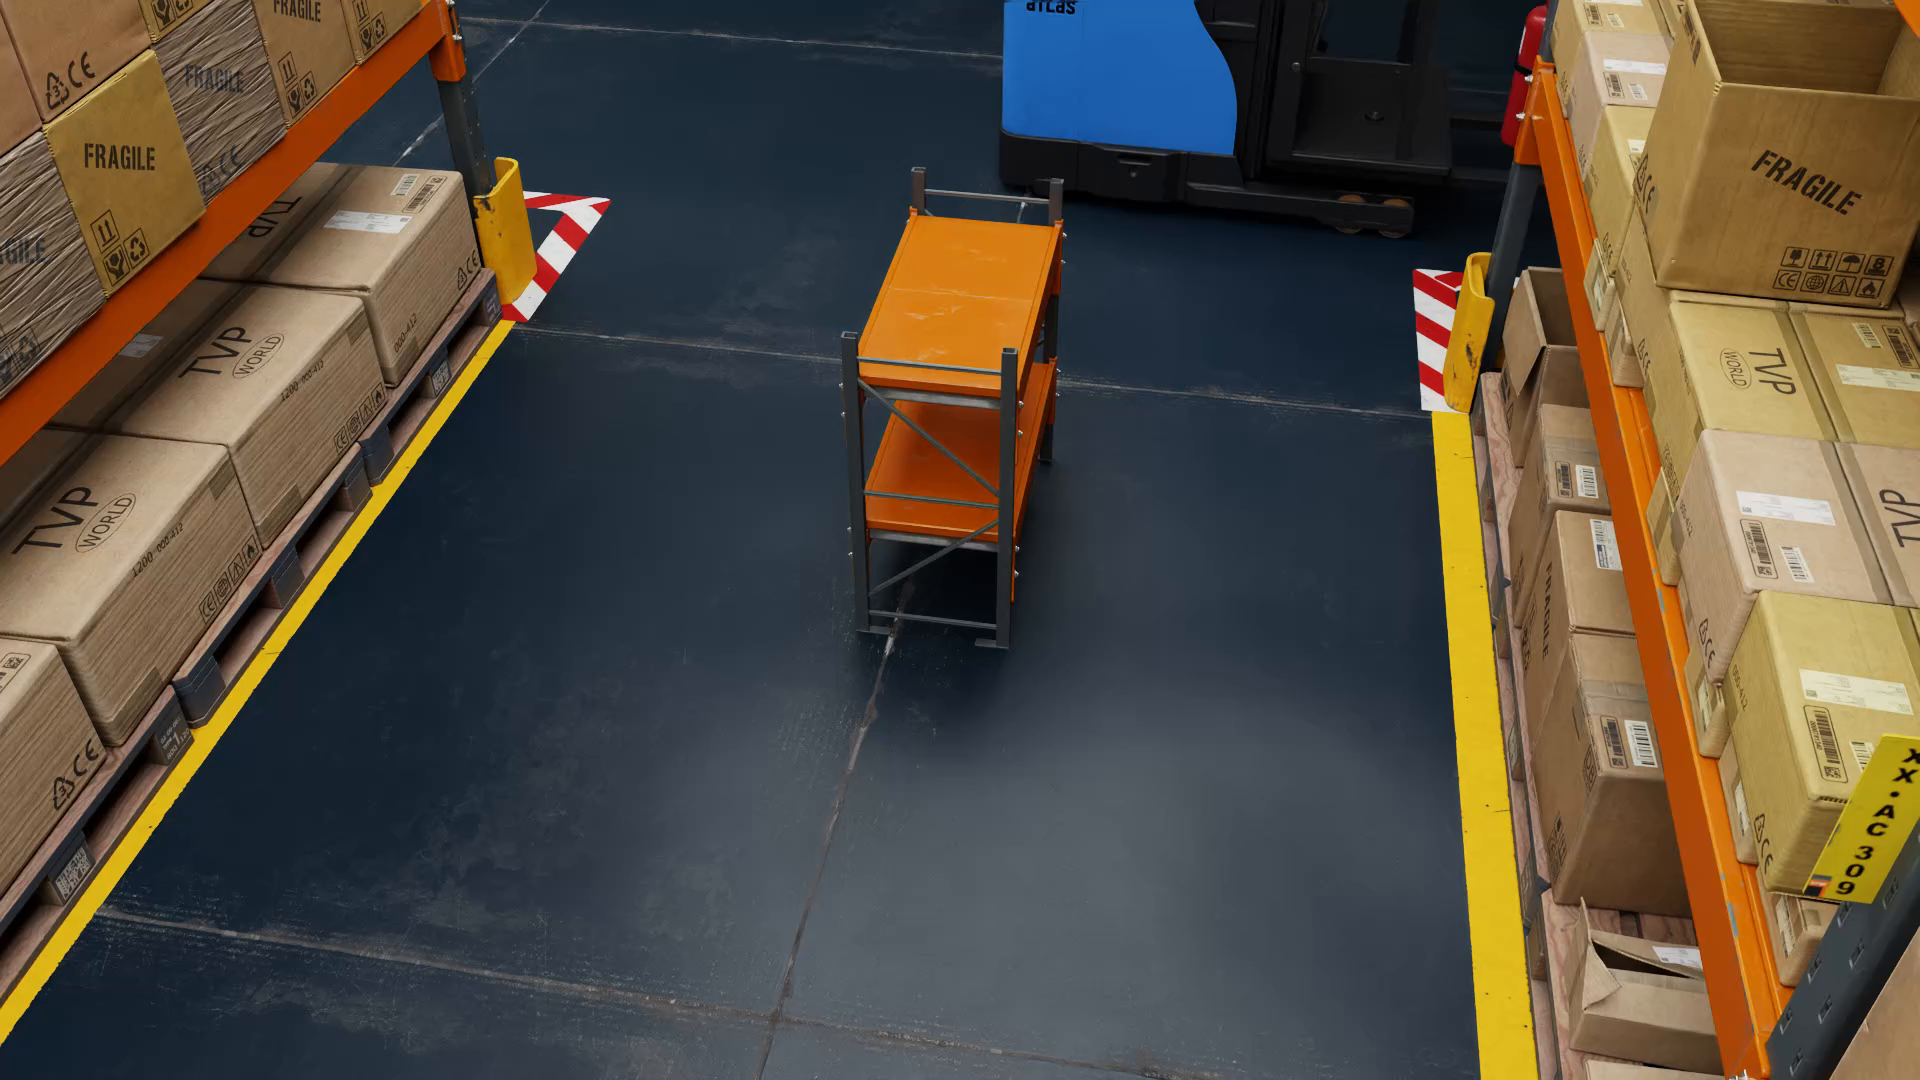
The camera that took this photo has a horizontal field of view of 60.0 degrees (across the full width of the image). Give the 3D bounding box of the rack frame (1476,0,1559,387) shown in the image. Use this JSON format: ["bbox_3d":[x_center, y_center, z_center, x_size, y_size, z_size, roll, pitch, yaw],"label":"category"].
[{"bbox_3d":[2.474,-1.739,5.499,1.000,3.000,0.127,6,40,8],"label":"rack frame"}]

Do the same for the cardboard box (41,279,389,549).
[{"bbox_3d":[-2.581,-0.458,5.631,0.875,0.438,0.875,7,40,9],"label":"cardboard box"}]

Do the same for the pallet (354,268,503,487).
[{"bbox_3d":[-2.476,-0.699,6.430,1.003,0.211,1.213,6,40,8],"label":"pallet"}]

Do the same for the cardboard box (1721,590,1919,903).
[{"bbox_3d":[1.630,0.368,2.835,0.500,0.250,0.500,7,40,9],"label":"cardboard box"}]

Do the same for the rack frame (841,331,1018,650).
[{"bbox_3d":[-0.087,-0.119,5.011,0.500,1.125,0.032,6,40,8],"label":"rack frame"}]

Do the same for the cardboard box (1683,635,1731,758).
[{"bbox_3d":[1.633,0.309,3.220,0.380,0.149,0.250,7,40,9],"label":"cardboard box"}]

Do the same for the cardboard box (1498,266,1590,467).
[{"bbox_3d":[2.275,-0.565,5.709,0.797,0.503,0.637,5,40,6],"label":"cardboard box"}]

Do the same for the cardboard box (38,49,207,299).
[{"bbox_3d":[-2.496,-1.028,4.561,0.500,0.500,0.500,8,40,9],"label":"cardboard box"}]

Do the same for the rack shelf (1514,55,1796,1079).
[{"bbox_3d":[2.128,-0.207,4.210,1.077,0.370,4.000,6,40,8],"label":"rack shelf"}]

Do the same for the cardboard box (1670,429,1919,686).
[{"bbox_3d":[1.702,0.052,3.217,0.500,0.250,0.500,7,40,8],"label":"cardboard box"}]

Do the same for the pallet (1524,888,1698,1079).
[{"bbox_3d":[1.902,1.415,3.873,1.003,0.211,1.213,6,40,8],"label":"pallet"}]

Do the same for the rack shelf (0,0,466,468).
[{"bbox_3d":[-2.761,-0.752,4.869,1.077,0.370,4.000,6,40,8],"label":"rack shelf"}]

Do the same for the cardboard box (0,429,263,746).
[{"bbox_3d":[-2.739,0.108,4.947,0.875,0.438,0.875,5,40,6],"label":"cardboard box"}]

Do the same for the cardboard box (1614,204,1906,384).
[{"bbox_3d":[1.891,-0.583,3.985,0.500,0.250,0.500,5,40,7],"label":"cardboard box"}]

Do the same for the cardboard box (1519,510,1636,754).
[{"bbox_3d":[1.899,0.289,4.679,0.500,0.500,0.500,7,40,8],"label":"cardboard box"}]

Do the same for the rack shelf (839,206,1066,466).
[{"bbox_3d":[0.001,-0.663,5.210,0.538,0.278,1.000,6,40,8],"label":"rack shelf"}]

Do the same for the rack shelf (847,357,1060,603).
[{"bbox_3d":[0.001,-0.249,5.553,0.538,0.278,1.000,6,40,8],"label":"rack shelf"}]

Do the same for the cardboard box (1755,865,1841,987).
[{"bbox_3d":[1.588,0.640,2.819,0.380,0.149,0.250,7,40,8],"label":"cardboard box"}]

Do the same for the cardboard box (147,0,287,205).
[{"bbox_3d":[-2.419,-1.353,4.954,0.500,0.500,0.500,7,40,9],"label":"cardboard box"}]

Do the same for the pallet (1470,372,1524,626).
[{"bbox_3d":[2.324,-0.116,5.725,1.003,0.211,1.213,6,40,8],"label":"pallet"}]

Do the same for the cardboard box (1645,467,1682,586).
[{"bbox_3d":[1.722,-0.016,3.613,0.380,0.149,0.250,6,40,7],"label":"cardboard box"}]

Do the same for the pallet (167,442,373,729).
[{"bbox_3d":[-2.690,0.065,5.506,1.003,0.211,1.213,6,40,8],"label":"pallet"}]

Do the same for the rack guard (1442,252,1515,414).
[{"bbox_3d":[2.461,-0.728,6.238,1.175,0.500,0.348,6,40,8],"label":"rack guard"}]

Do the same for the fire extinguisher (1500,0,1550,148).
[{"bbox_3d":[2.044,-1.709,5.816,0.296,0.674,0.183,6,40,8],"label":"fire extinguisher"}]

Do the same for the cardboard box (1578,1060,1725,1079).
[{"bbox_3d":[1.589,1.326,3.700,0.380,0.149,0.250,5,40,6],"label":"cardboard box"}]

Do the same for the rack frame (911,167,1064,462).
[{"bbox_3d":[0.089,-0.757,5.783,0.500,1.125,0.032,6,40,8],"label":"rack frame"}]

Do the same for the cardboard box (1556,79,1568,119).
[{"bbox_3d":[2.147,-1.466,5.366,0.380,0.149,0.250,6,40,7],"label":"cardboard box"}]

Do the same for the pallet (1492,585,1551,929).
[{"bbox_3d":[2.111,0.647,4.802,1.003,0.211,1.213,6,40,8],"label":"pallet"}]

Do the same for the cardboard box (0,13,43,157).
[{"bbox_3d":[-2.593,-1.106,3.871,0.500,0.500,0.500,7,40,9],"label":"cardboard box"}]

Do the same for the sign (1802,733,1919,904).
[{"bbox_3d":[1.246,0.383,2.254,0.100,0.325,0.005,6,40,8],"label":"sign"}]

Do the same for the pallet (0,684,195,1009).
[{"bbox_3d":[-2.899,0.832,4.577,1.003,0.211,1.213,6,40,8],"label":"pallet"}]

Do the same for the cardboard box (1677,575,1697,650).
[{"bbox_3d":[1.705,0.147,3.415,0.380,0.149,0.250,7,40,9],"label":"cardboard box"}]

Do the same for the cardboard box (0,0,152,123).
[{"bbox_3d":[-2.503,-1.422,4.253,0.500,0.500,0.500,6,40,7],"label":"cardboard box"}]

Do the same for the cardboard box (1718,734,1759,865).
[{"bbox_3d":[1.612,0.474,3.019,0.380,0.149,0.250,7,40,9],"label":"cardboard box"}]

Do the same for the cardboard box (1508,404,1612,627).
[{"bbox_3d":[2.089,-0.032,5.067,0.700,0.500,0.500,8,40,9],"label":"cardboard box"}]

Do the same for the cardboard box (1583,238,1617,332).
[{"bbox_3d":[1.875,-0.663,4.395,0.380,0.149,0.250,5,40,6],"label":"cardboard box"}]

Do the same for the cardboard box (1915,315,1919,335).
[{"bbox_3d":[2.302,-0.480,3.272,0.500,0.500,0.500,5,40,6],"label":"cardboard box"}]

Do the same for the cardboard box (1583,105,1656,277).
[{"bbox_3d":[1.959,-0.906,4.376,0.500,0.250,0.500,6,40,7],"label":"cardboard box"}]

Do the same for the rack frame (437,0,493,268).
[{"bbox_3d":[-2.415,-2.284,6.158,1.000,3.000,0.127,6,40,8],"label":"rack frame"}]

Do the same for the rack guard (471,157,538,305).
[{"bbox_3d":[-2.411,-1.336,6.973,1.175,0.500,0.348,6,40,8],"label":"rack guard"}]

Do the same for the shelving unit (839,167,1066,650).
[{"bbox_3d":[0.001,-0.438,5.397,0.538,1.125,1.048,6,40,8],"label":"shelving unit"}]

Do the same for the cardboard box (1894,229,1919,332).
[{"bbox_3d":[2.385,-0.516,3.904,0.500,0.250,0.500,6,40,8],"label":"cardboard box"}]

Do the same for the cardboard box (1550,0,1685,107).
[{"bbox_3d":[2.130,-1.541,5.144,0.500,0.250,0.500,7,40,8],"label":"cardboard box"}]

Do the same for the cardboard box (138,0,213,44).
[{"bbox_3d":[-2.414,-1.738,4.635,0.500,0.500,0.500,6,40,7],"label":"cardboard box"}]

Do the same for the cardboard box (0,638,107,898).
[{"bbox_3d":[-2.893,0.670,4.267,0.875,0.438,0.875,6,40,7],"label":"cardboard box"}]

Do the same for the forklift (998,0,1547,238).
[{"bbox_3d":[1.747,-2.839,6.884,3.031,2.935,1.130,8,40,9],"label":"forklift"}]

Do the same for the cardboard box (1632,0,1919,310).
[{"bbox_3d":[1.871,-0.888,3.766,0.500,0.500,0.500,7,40,9],"label":"cardboard box"}]

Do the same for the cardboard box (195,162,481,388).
[{"bbox_3d":[-2.431,-1.033,6.327,0.875,0.438,0.875,5,40,6],"label":"cardboard box"}]

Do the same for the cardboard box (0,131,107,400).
[{"bbox_3d":[-2.585,-0.705,4.170,0.500,0.500,0.500,7,40,8],"label":"cardboard box"}]

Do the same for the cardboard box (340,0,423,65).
[{"bbox_3d":[-2.238,-1.991,5.725,0.500,0.500,0.500,7,40,8],"label":"cardboard box"}]

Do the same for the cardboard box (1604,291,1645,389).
[{"bbox_3d":[1.850,-0.496,4.193,0.380,0.149,0.250,7,40,9],"label":"cardboard box"}]

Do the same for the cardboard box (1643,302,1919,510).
[{"bbox_3d":[1.801,-0.260,3.594,0.500,0.250,0.500,6,40,7],"label":"cardboard box"}]

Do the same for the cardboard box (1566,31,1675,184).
[{"bbox_3d":[2.043,-1.224,4.761,0.500,0.250,0.500,7,40,8],"label":"cardboard box"}]

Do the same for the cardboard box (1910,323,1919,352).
[{"bbox_3d":[2.305,-0.206,3.529,0.500,0.250,0.500,7,40,9],"label":"cardboard box"}]

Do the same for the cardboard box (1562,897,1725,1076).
[{"bbox_3d":[1.651,1.057,3.933,0.396,0.266,0.258,8,40,9],"label":"cardboard box"}]

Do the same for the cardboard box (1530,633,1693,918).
[{"bbox_3d":[1.909,0.620,4.279,0.700,0.500,0.500,5,40,6],"label":"cardboard box"}]

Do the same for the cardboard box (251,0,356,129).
[{"bbox_3d":[-2.340,-1.677,5.346,0.500,0.500,0.500,6,40,7],"label":"cardboard box"}]

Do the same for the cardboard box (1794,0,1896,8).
[{"bbox_3d":[2.656,-1.478,5.068,0.500,0.250,0.500,7,40,9],"label":"cardboard box"}]
